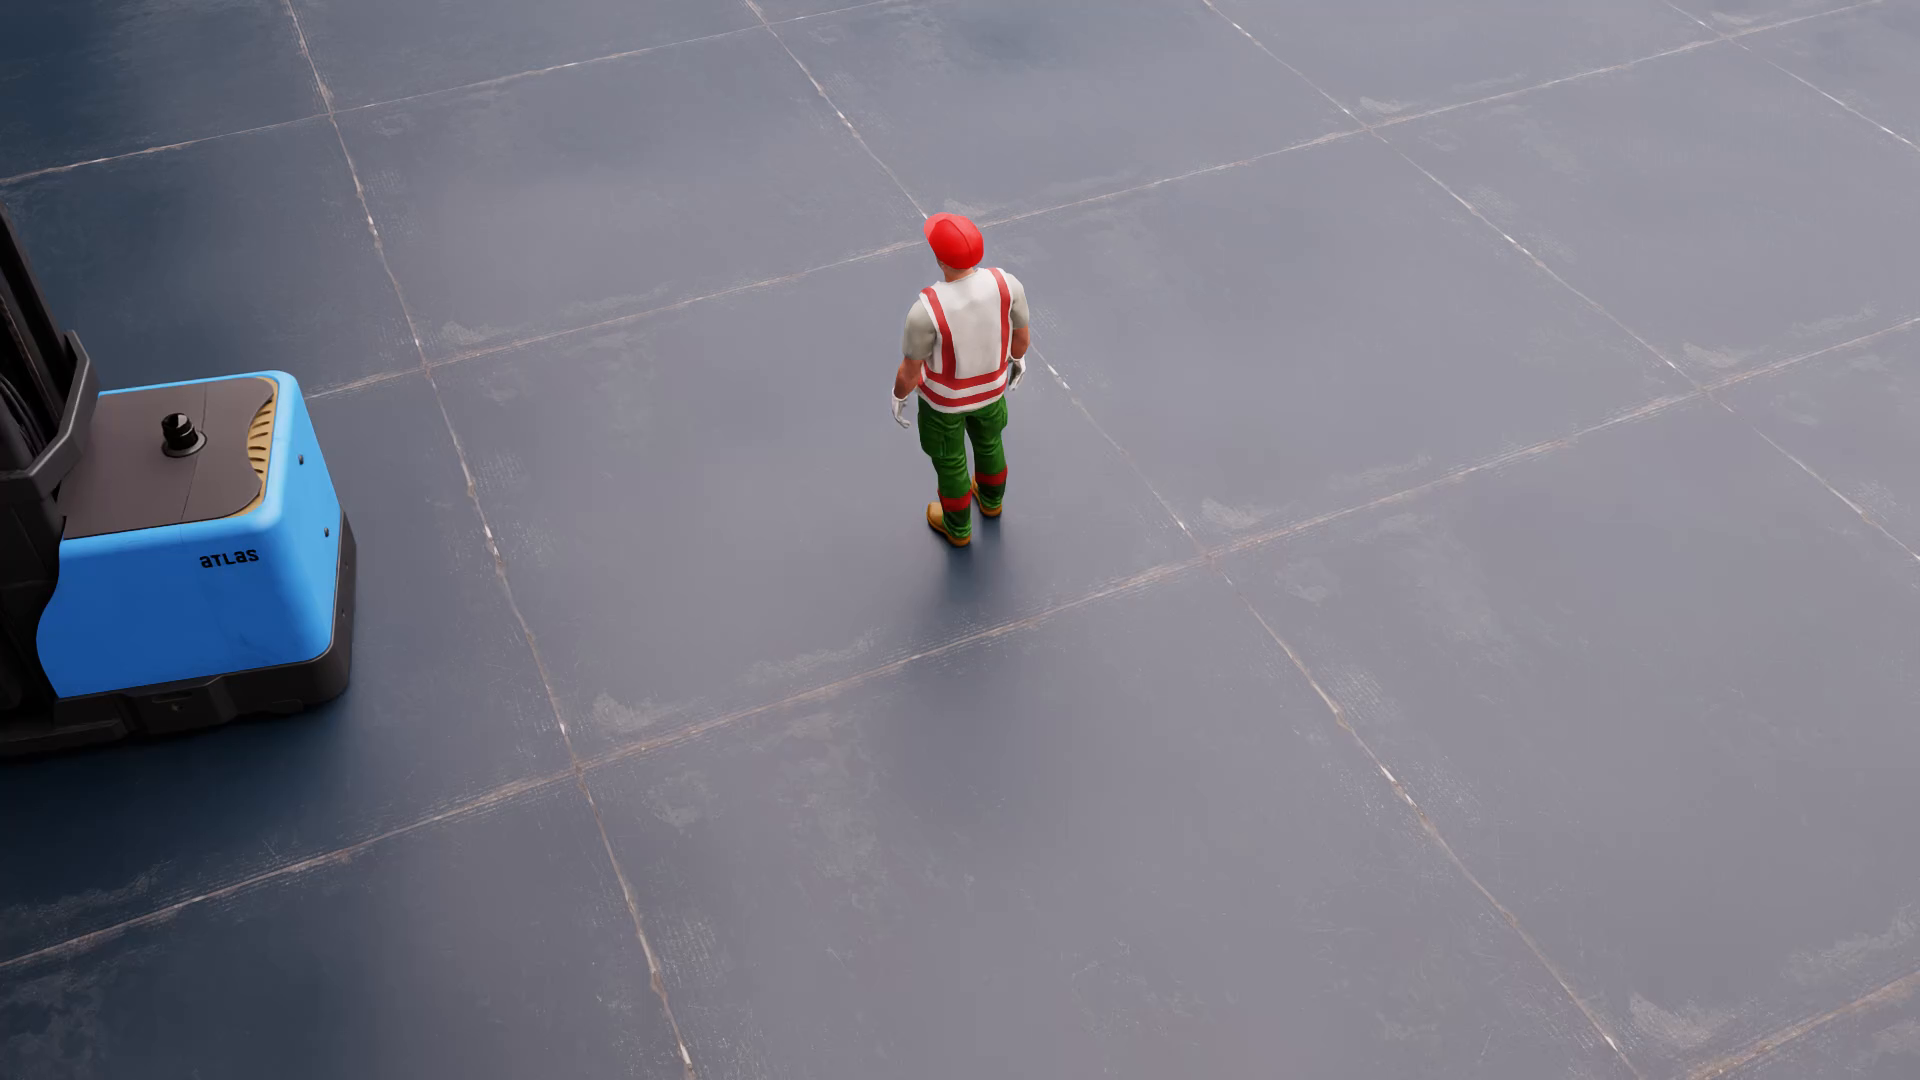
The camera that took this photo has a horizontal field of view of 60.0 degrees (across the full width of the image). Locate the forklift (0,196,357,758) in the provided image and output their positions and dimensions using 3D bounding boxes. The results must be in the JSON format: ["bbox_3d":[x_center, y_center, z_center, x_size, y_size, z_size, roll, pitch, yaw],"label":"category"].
[{"bbox_3d":[-4.177,-0.481,6.195,3.031,2.935,1.130,-9,44,-9],"label":"forklift"}]

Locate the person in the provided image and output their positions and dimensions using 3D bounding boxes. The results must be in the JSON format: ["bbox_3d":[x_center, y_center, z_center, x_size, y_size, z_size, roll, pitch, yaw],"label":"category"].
[{"bbox_3d":[-0.023,-0.713,7.270,0.637,1.790,0.562,-18,46,-18],"label":"person"}]
